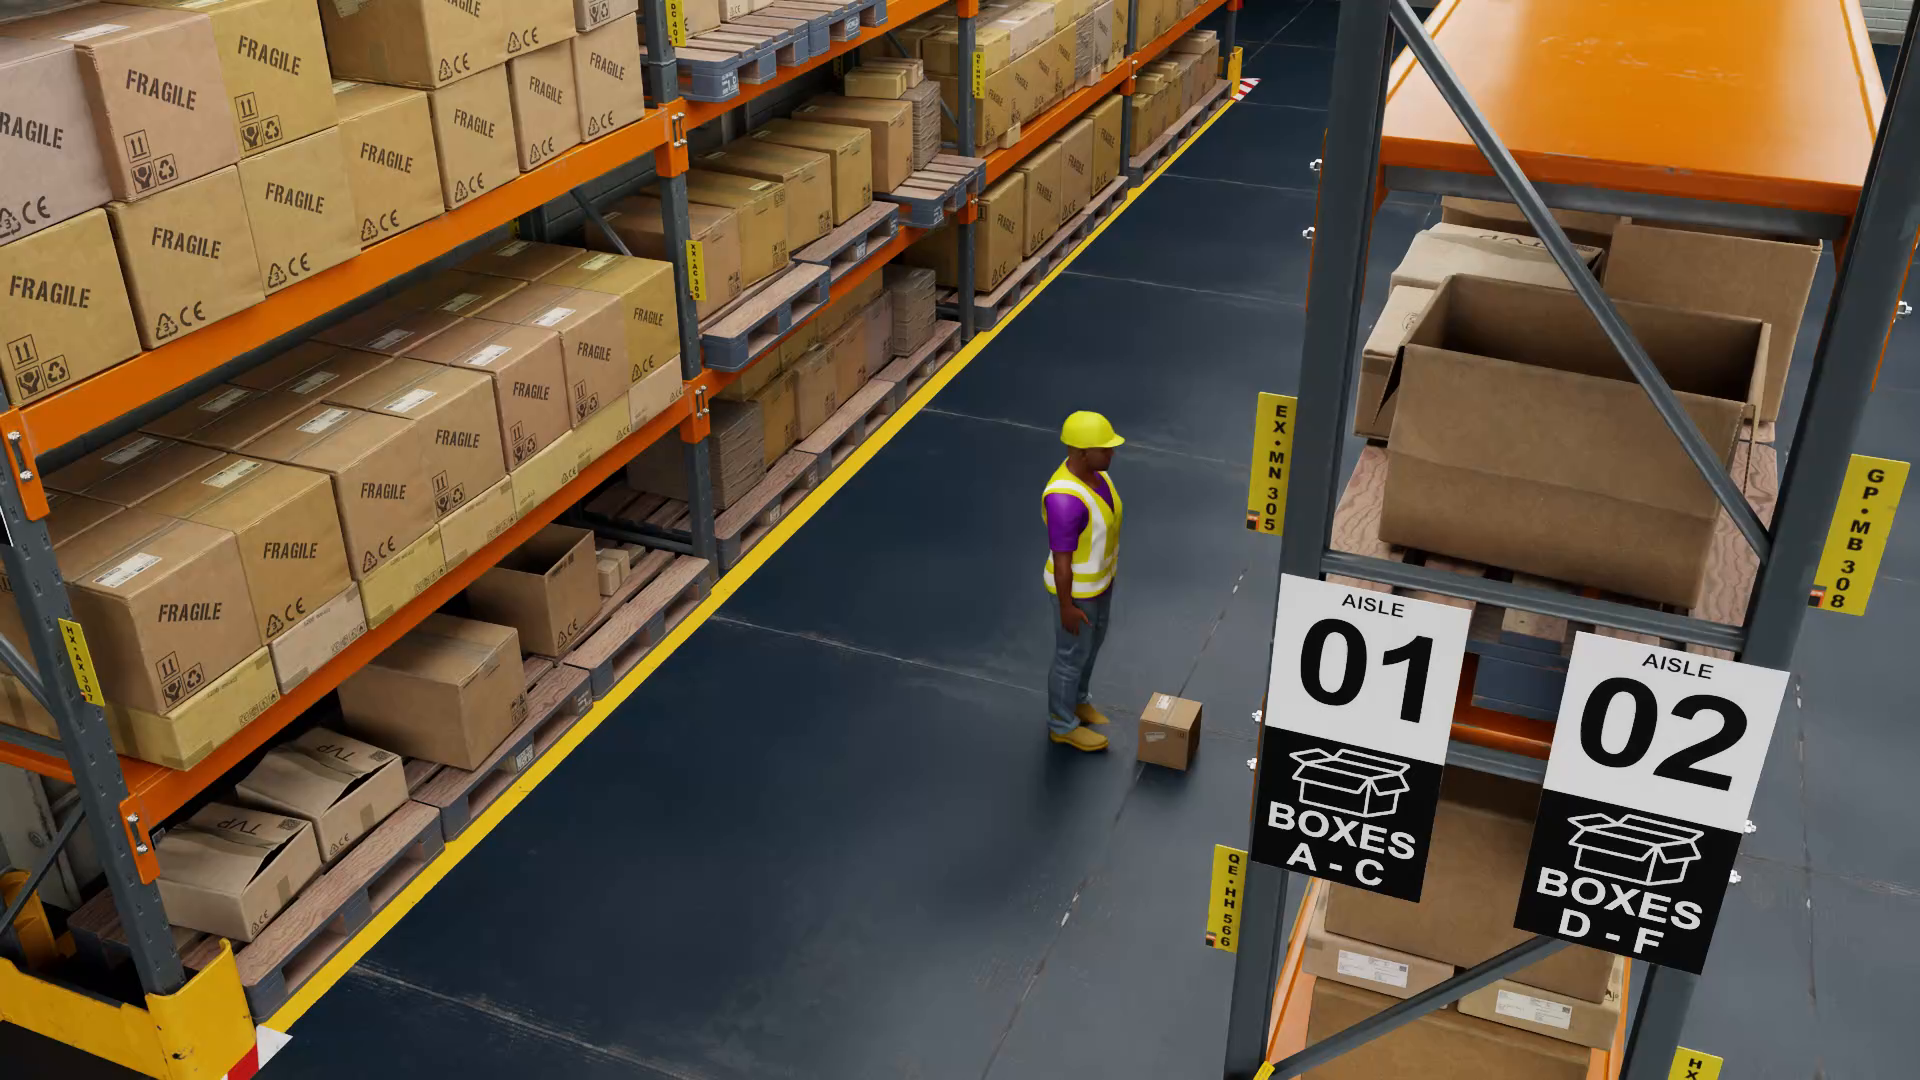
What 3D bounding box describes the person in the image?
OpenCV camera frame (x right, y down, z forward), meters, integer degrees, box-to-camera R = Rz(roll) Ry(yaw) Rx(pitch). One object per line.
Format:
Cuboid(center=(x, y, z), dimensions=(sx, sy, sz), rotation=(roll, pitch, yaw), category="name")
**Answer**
Cuboid(center=(0.602, 0.218, 8.025), dimensions=(0.377, 1.807, 0.575), rotation=(11, 31, 18), category="person")
